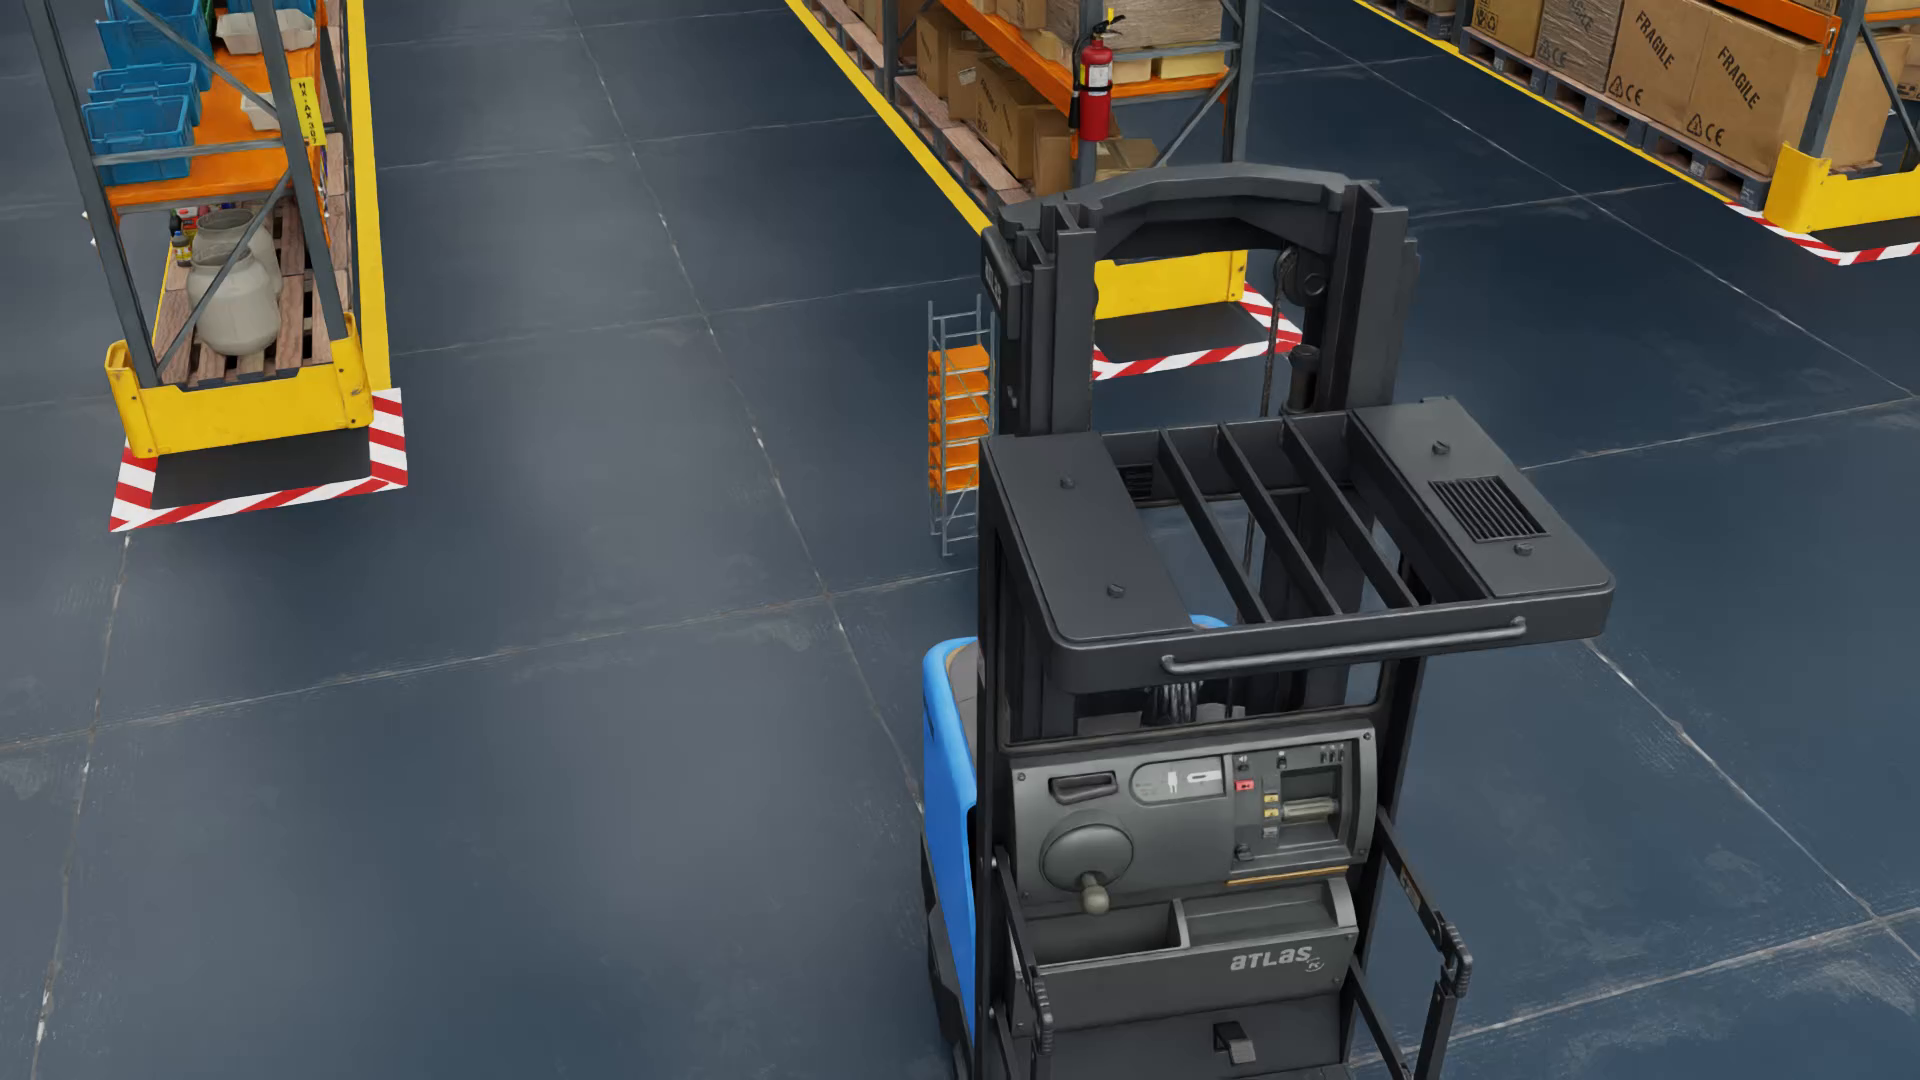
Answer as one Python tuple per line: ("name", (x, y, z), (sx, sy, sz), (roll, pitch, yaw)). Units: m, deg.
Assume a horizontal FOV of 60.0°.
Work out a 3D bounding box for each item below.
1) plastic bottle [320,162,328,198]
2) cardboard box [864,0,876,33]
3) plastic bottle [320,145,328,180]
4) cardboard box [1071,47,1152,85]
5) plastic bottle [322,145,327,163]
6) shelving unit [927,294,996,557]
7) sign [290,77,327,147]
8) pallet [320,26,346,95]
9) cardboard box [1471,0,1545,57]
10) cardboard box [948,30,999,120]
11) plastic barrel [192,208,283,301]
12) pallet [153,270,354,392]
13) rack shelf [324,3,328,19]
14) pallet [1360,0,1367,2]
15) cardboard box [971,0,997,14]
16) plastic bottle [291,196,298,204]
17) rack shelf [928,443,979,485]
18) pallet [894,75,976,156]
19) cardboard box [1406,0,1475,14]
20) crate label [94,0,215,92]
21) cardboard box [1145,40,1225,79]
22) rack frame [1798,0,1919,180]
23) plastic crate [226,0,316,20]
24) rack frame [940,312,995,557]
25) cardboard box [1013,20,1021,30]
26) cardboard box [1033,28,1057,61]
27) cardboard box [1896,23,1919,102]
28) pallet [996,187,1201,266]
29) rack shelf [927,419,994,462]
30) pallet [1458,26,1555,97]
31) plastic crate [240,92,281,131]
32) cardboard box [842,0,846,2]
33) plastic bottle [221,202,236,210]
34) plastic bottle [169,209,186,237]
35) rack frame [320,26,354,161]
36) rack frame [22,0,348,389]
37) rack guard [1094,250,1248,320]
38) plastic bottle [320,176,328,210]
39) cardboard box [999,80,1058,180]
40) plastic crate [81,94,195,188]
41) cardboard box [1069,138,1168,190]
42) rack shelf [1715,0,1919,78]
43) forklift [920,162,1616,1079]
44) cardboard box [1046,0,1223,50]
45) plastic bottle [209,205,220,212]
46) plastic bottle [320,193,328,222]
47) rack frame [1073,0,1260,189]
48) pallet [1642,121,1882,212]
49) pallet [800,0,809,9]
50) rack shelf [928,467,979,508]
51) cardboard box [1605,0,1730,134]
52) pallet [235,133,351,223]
("plastic bottle", (-4.137, -2.310, 10.597), (0.152, 0.276, 0.135), (-9, 35, -14))
("cardboard box", (-0.388, -4.462, 13.650), (0.700, 0.500, 0.500), (-10, 35, -15))
("plastic bottle", (-4.192, -2.490, 10.863), (0.061, 0.283, 0.133), (-8, 34, -12))
("cardboard box", (0.843, -2.652, 9.270), (0.380, 0.149, 0.250), (-10, 35, -15))
("plastic bottle", (-4.340, -2.698, 11.115), (0.144, 0.351, 0.185), (-11, 35, -16))
("shelving unit", (0.004, -0.493, 7.408), (0.258, 1.200, 0.189), (-10, 35, -15))
("sign", (-3.065, -2.014, 7.827), (0.100, 0.325, 0.005), (-10, 35, -15))
("pallet", (-5.463, -3.793, 13.299), (1.003, 0.211, 1.213), (-10, 35, -15))
("cardboard box", (4.786, -4.470, 13.340), (0.875, 0.875, 0.875), (-9, 35, -14))
("cardboard box", (0.172, -3.358, 11.997), (0.500, 0.500, 0.500), (0, 33, 1))
("plastic barrel", (-4.017, -1.542, 9.238), (0.421, 0.512, 0.421), (0, 33, 0))
("pallet", (-3.901, -1.105, 9.230), (1.003, 0.211, 1.213), (-10, 35, -15))
("rack shelf", (-5.421, -4.659, 12.732), (1.077, 0.370, 4.000), (-10, 35, -15))
("pallet", (3.978, -5.394, 15.721), (1.003, 0.211, 1.213), (-10, 35, -15))
("cardboard box", (0.285, -3.422, 10.435), (0.380, 0.149, 0.250), (-10, 35, -15))
("plastic bottle", (-4.238, -2.295, 10.567), (0.061, 0.283, 0.133), (-10, 35, -15))
("rack shelf", (0.004, -0.356, 7.498), (0.258, 0.103, 0.180), (-10, 35, -15))
("pallet", (0.145, -3.232, 12.449), (1.003, 0.211, 1.213), (-10, 35, -15))
("cardboard box", (4.386, -5.070, 14.362), (1.050, 0.750, 0.750), (-10, 35, -15))
("crate label", (-4.410, -2.744, 9.150), (0.502, 0.435, 0.616), (-10, 35, -15))
("cardboard box", (1.266, -2.727, 9.383), (0.380, 0.149, 0.250), (-10, 35, -15))
("rack frame", (5.881, -3.423, 10.209), (1.000, 3.000, 0.127), (-10, 35, -15))
("plastic crate", (-4.215, -3.311, 10.175), (0.499, 0.251, 0.616), (-10, 35, -15))
("rack frame", (0.032, -0.445, 7.335), (0.240, 1.200, 0.006), (-10, 35, -15))
("cardboard box", (0.543, -3.178, 10.066), (0.380, 0.149, 0.250), (-10, 35, -15))
("cardboard box", (0.642, -2.906, 9.654), (0.380, 0.149, 0.250), (-10, 35, -15))
("cardboard box", (7.617, -3.763, 12.988), (0.637, 0.503, 0.797), (19, 38, 26))
("pallet", (0.889, -1.951, 10.511), (1.003, 0.211, 1.213), (-10, 35, -15))
("rack shelf", (0.004, -0.456, 7.432), (0.258, 0.103, 0.180), (-10, 35, -15))
("pallet", (4.818, -3.947, 13.532), (1.003, 0.211, 1.213), (-10, 35, -15))
("plastic crate", (-3.557, -2.223, 8.632), (0.298, 0.136, 0.250), (-10, 35, -15))
("cardboard box", (-0.730, -5.049, 14.538), (0.700, 0.500, 0.500), (-7, 34, -11))
("plastic bottle", (-4.639, -2.178, 10.397), (0.152, 0.276, 0.135), (-10, 35, -15))
("plastic bottle", (-4.621, -1.808, 9.830), (0.061, 0.283, 0.133), (-9, 35, -14))
("rack frame", (-4.811, -3.909, 10.945), (1.000, 3.000, 0.127), (-10, 35, -15))
("rack frame", (-3.591, -1.809, 7.766), (1.000, 3.000, 0.127), (-10, 35, -15))
("rack guard", (1.103, -1.639, 9.776), (1.175, 0.500, 0.348), (-10, 35, -15))
("plastic bottle", (-4.044, -2.197, 10.430), (0.097, 0.271, 0.097), (0, 33, 0))
("cardboard box", (0.564, -2.745, 11.069), (0.500, 0.500, 0.500), (-7, 34, -10))
("plastic crate", (-4.028, -1.959, 8.129), (0.499, 0.251, 0.616), (-10, 35, -15))
("cardboard box", (0.952, -2.105, 10.101), (0.500, 0.500, 0.500), (-4, 34, -6))
("rack shelf", (5.271, -4.173, 11.996), (1.077, 0.370, 4.000), (-10, 35, -15))
("forklift", (0.627, 0.749, 3.958), (1.130, 2.935, 3.031), (-6, 34, -8))
("cardboard box", (0.985, -3.101, 9.361), (0.875, 0.500, 0.500), (-10, 35, -15))
("plastic bottle", (-4.548, -1.956, 10.128), (0.097, 0.201, 0.097), (0, 33, 0))
("plastic bottle", (-3.982, -2.091, 10.269), (0.097, 0.271, 0.097), (0, 33, 0))
("rack frame", (1.126, -2.642, 9.027), (1.000, 3.000, 0.127), (-10, 35, -15))
("pallet", (5.562, -2.666, 11.593), (1.003, 0.211, 1.213), (-10, 35, -15))
("pallet", (-1.077, -5.268, 15.531), (1.003, 0.211, 1.213), (-10, 35, -15))
("rack shelf", (0.004, -0.256, 7.565), (0.258, 0.103, 0.180), (-10, 35, -15))
("cardboard box", (5.341, -3.518, 11.899), (0.875, 0.875, 0.875), (-11, 35, -15))
("pallet", (-4.646, -2.386, 11.169), (1.003, 0.211, 1.213), (-10, 35, -15))
